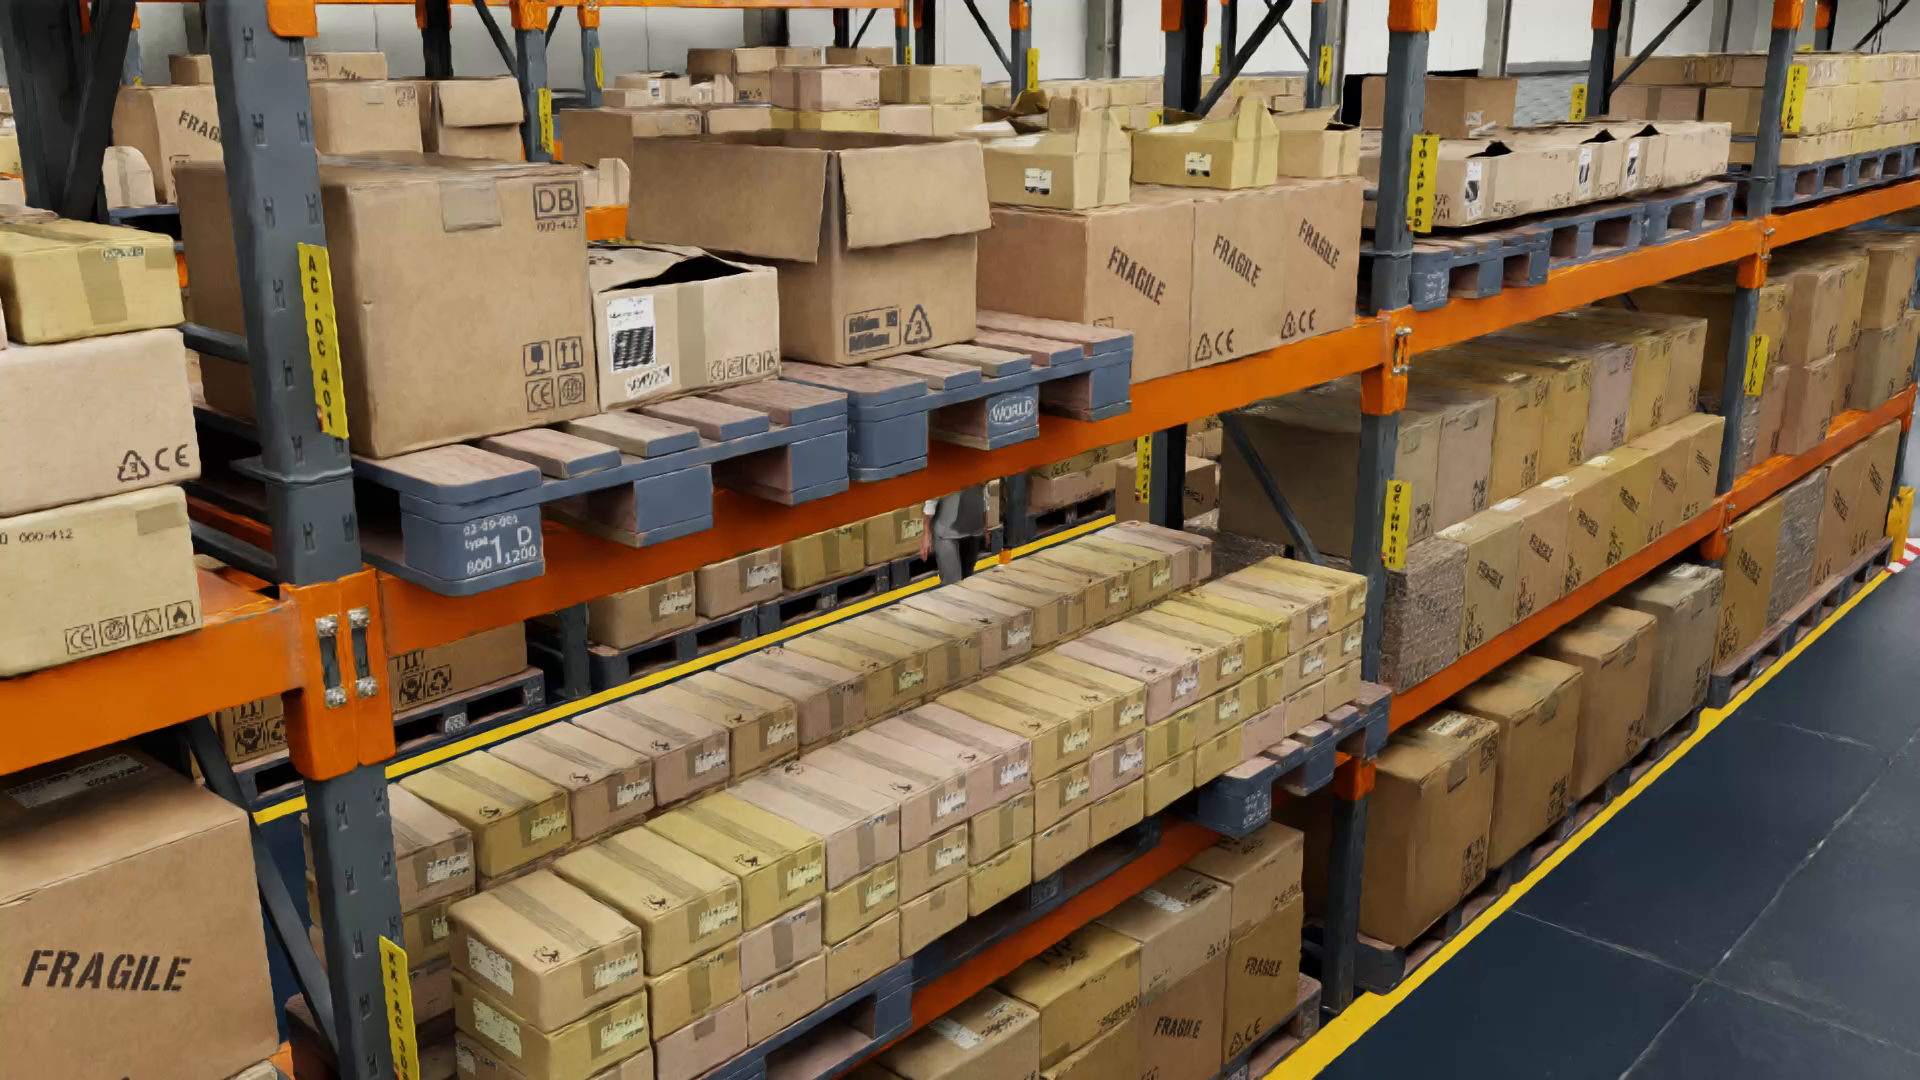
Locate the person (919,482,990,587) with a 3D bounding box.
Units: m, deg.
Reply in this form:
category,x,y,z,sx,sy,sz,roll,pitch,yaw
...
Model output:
category,x,y,z,sx,sy,sz,roll,pitch,yaw
person,-0.014,-0.033,10.115,0.595,1.587,0.533,-15,23,-41
